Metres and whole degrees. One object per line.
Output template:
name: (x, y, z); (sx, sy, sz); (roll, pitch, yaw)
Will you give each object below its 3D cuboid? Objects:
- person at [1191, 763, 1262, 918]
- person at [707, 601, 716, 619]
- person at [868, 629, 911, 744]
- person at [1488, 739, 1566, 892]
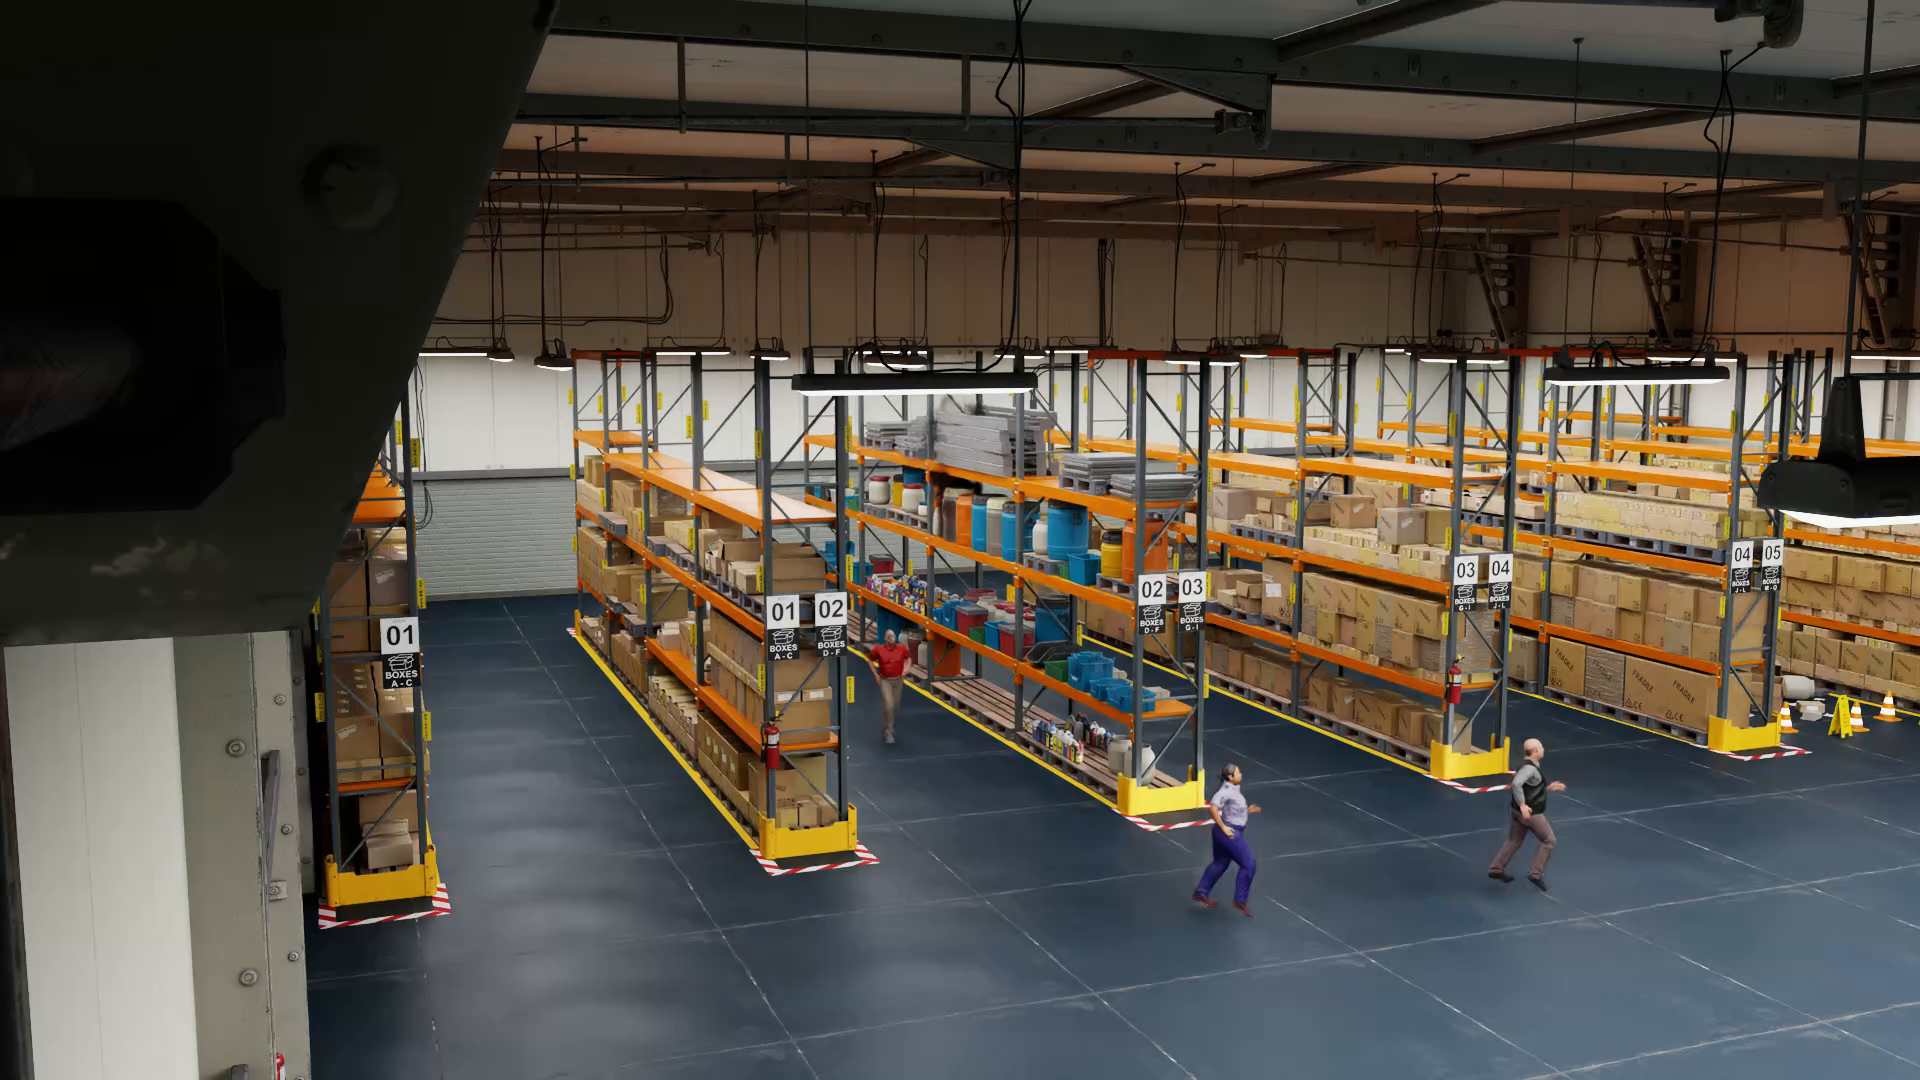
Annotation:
person: (2.926, 3.284, 18.188); (0.752, 1.697, 0.584); (0, 7, 1)
person: (-5.195, 1.189, 34.465); (0.741, 1.740, 0.586); (-4, 8, -31)
person: (-1.097, 2.261, 26.052); (0.675, 1.788, 0.793); (-3, 8, -20)
person: (6.478, 3.137, 18.942); (0.827, 1.776, 0.623); (0, 7, 2)
